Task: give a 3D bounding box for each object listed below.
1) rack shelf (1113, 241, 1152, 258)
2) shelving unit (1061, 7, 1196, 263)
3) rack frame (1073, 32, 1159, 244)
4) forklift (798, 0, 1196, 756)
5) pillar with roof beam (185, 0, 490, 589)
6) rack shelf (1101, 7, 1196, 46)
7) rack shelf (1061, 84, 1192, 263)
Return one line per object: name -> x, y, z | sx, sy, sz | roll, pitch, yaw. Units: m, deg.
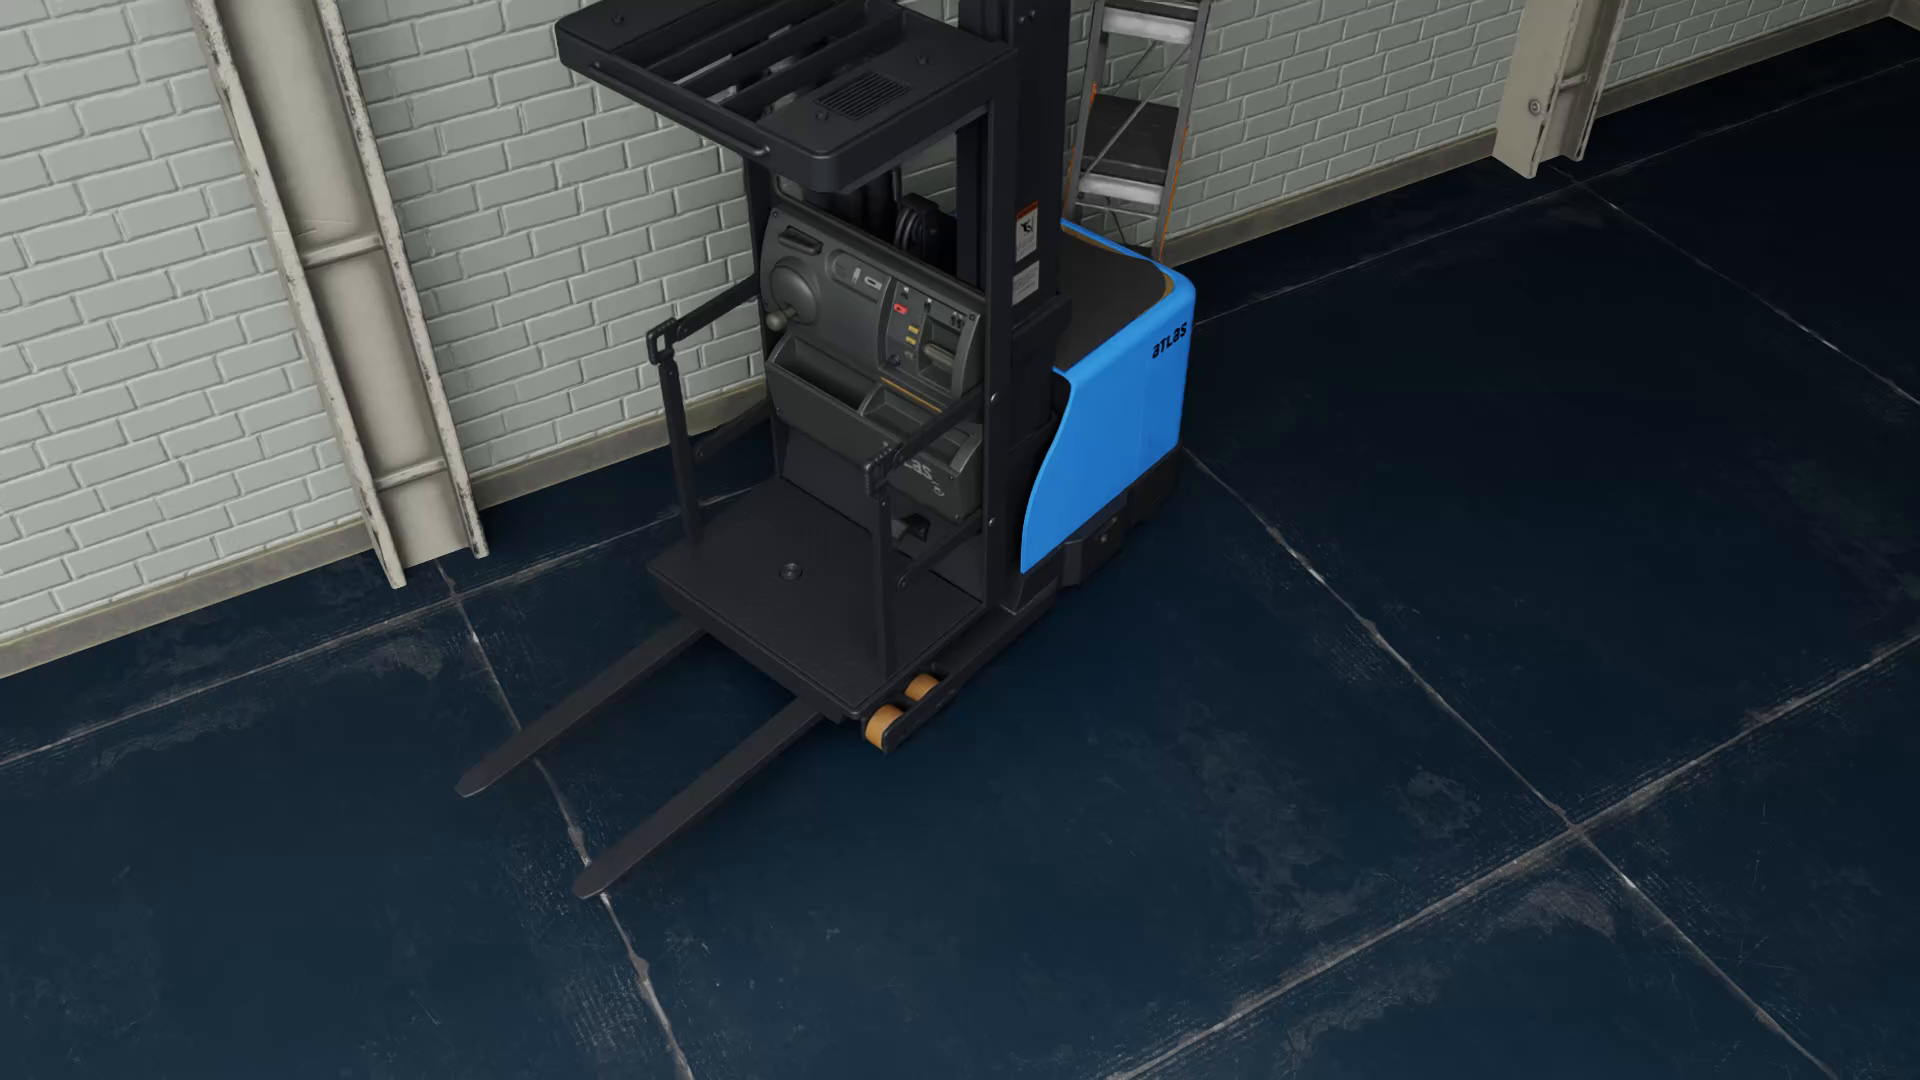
rack shelf -> 0.626, -1.079, 7.147 | 0.368, 0.174, 0.457 | 11, 47, 5
shelving unit -> 0.670, -1.478, 6.732 | 0.431, 2.100, 0.492 | 11, 47, 5
rack frame -> 0.718, -1.645, 6.895 | 0.400, 2.100, 0.015 | 11, 47, 5
forklift -> -0.447, -0.700, 5.366 | 1.130, 2.935, 3.031 | 31, 52, 28
pillar with roof beam -> 0.007, -0.596, 0.903 | 0.400, 9.000, 9.100 | -22, 48, -21
rack shelf -> 0.726, -2.011, 6.157 | 0.332, 0.100, 0.442 | 11, 47, 5
rack shelf -> 0.667, -1.464, 6.738 | 0.431, 0.518, 0.480 | 11, 47, 5
